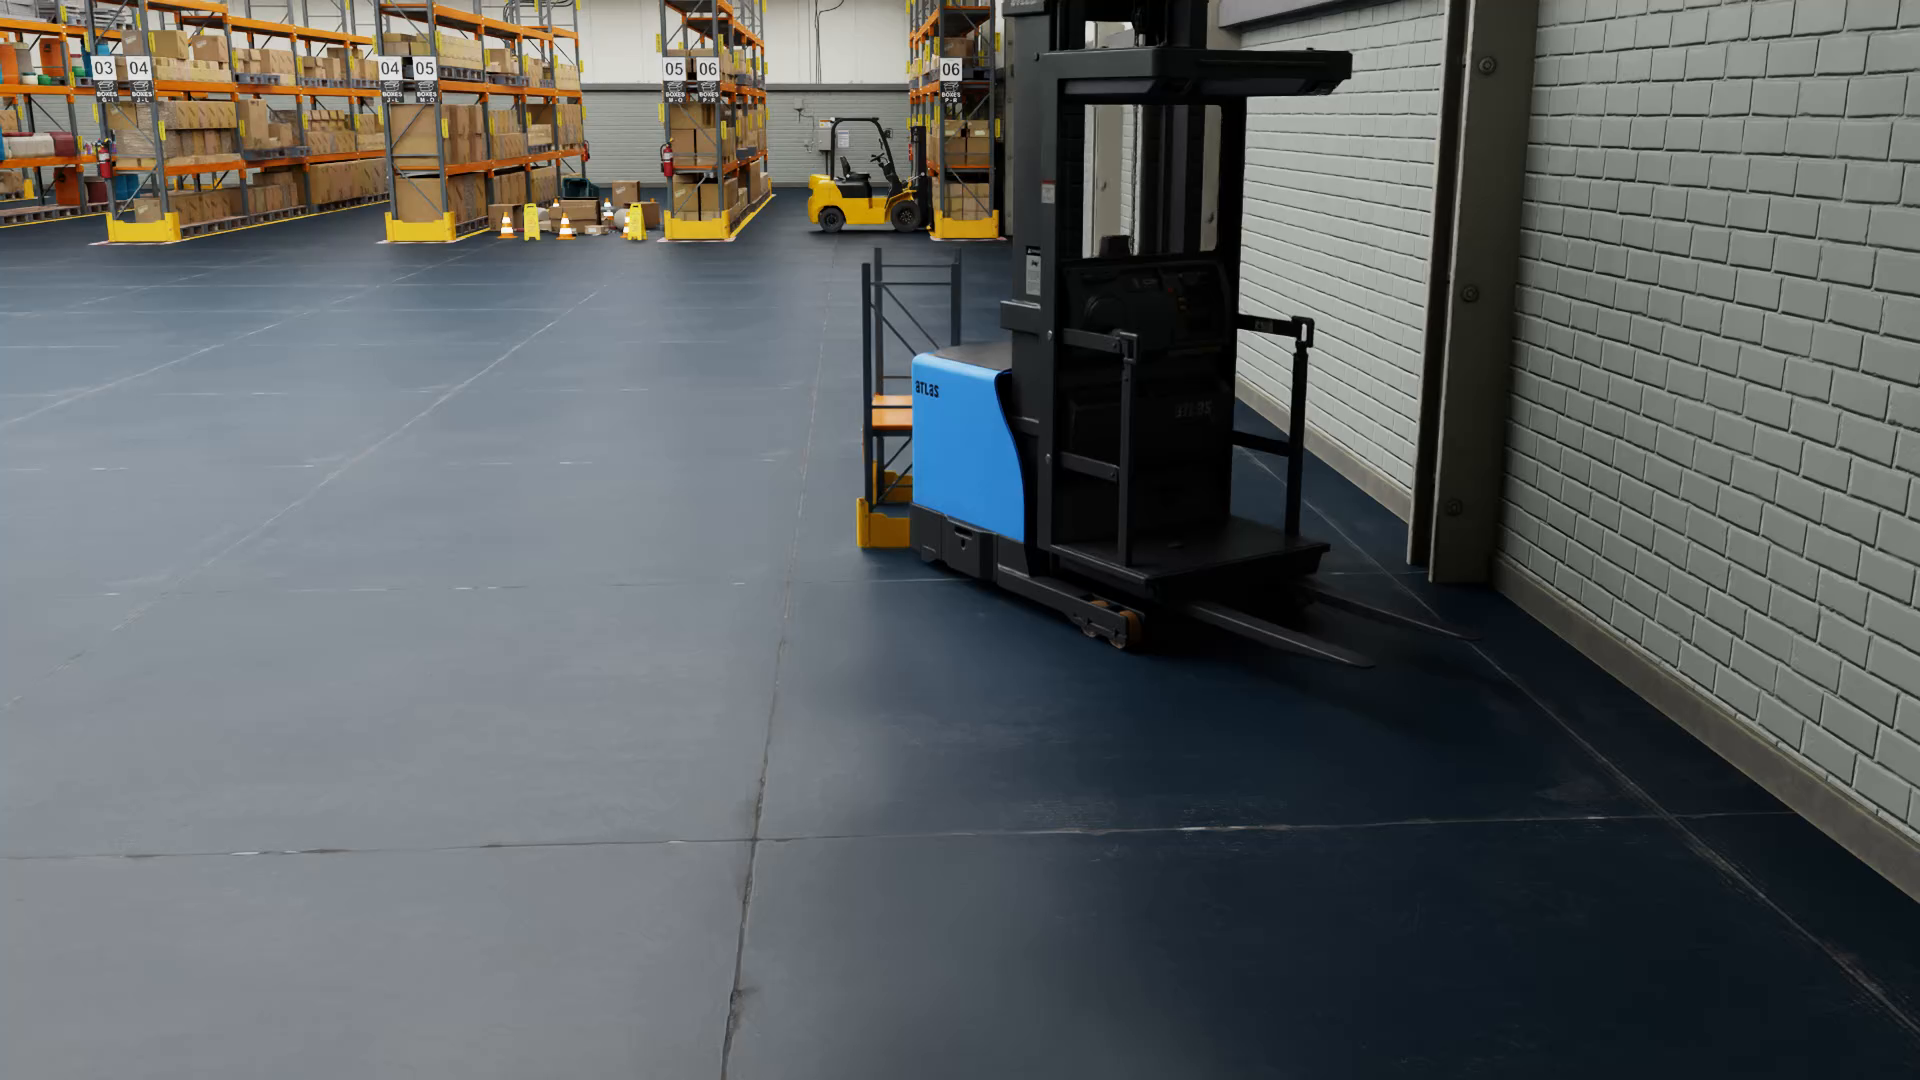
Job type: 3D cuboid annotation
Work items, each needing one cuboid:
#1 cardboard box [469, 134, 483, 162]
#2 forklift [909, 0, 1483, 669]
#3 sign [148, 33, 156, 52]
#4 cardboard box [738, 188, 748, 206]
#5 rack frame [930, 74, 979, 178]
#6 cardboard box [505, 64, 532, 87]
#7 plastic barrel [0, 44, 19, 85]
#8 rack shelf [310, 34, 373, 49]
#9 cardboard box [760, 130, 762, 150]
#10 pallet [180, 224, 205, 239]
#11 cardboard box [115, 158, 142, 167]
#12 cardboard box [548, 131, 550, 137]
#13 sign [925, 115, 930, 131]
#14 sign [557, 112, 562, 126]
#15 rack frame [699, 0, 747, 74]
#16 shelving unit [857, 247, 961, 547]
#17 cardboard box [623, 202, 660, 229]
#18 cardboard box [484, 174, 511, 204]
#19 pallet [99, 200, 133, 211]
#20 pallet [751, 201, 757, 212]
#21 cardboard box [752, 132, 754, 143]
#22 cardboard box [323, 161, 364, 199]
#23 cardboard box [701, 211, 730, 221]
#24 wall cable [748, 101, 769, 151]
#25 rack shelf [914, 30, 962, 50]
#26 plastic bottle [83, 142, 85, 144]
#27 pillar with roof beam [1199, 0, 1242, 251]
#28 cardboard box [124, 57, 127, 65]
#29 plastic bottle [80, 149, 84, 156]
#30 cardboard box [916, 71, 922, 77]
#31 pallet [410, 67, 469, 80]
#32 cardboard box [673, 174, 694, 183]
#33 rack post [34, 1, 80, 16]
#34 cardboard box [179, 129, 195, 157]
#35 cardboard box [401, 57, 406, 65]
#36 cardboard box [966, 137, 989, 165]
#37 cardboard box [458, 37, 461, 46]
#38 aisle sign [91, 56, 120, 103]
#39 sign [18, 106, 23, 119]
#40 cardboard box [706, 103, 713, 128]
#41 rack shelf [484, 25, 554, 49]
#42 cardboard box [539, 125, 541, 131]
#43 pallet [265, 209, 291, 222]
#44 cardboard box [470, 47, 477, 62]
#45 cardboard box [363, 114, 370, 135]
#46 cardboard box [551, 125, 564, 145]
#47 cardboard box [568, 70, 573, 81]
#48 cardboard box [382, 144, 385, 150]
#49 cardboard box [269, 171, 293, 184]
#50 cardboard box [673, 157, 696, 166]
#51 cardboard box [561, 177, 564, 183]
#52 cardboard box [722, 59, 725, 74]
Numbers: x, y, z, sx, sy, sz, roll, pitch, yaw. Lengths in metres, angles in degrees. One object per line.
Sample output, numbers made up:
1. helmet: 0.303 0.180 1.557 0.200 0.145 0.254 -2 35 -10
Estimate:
1. cardboard box: -9.918 -7.735 32.770 0.875 0.550 0.550 -1 14 -3
2. forklift: 0.973 -1.083 7.353 1.130 2.935 3.031 -9 17 -32
3. sign: -14.176 -8.729 29.158 0.100 0.325 0.005 -1 14 -3
4. cardboard box: -5.298 -7.777 37.664 0.950 0.372 0.625 -2 15 -7
5. rack frame: -0.121 -8.070 34.371 1.000 3.000 0.127 -1 14 -3
6. cardboard box: -10.027 -10.533 37.723 0.500 0.500 0.500 -1 14 -3
7. plastic barrel: -20.282 -10.048 35.178 0.600 0.830 0.708 -1 14 -3
8. rack shelf: -15.585 -12.690 42.533 1.077 0.370 4.000 -1 14 -3
9. cardboard box: -5.365 -10.276 42.746 0.500 0.500 0.500 -1 14 -3
10. pallet: -14.738 -5.715 30.817 1.003 0.211 1.213 -1 14 -3
11. cardboard box: -14.942 -6.790 29.903 0.380 0.149 0.250 -1 14 -3
12. cardboard box: -10.266 -9.945 40.722 0.380 0.149 0.250 -1 14 -3
13. sign: -0.662 -8.581 34.194 0.100 0.325 0.005 -1 14 -3
14. sign: -9.951 -10.450 41.300 0.100 0.325 0.005 -1 14 -3
15. rack frame: -5.323 -11.892 37.188 1.000 3.000 0.127 -1 14 -3
16. shelving unit: -0.248 -0.822 9.213 0.587 1.500 1.083 0 14 1
17. cardboard box: -6.367 -6.495 33.263 0.500 0.500 0.500 10 18 35
18. cardboard box: -10.193 -7.398 35.430 1.050 0.750 0.750 -1 14 -3
19. pallet: -20.320 -7.905 39.327 1.003 0.211 1.213 -1 14 -3
20. pallet: -5.296 -7.834 39.050 1.003 0.211 1.213 -1 14 -3
21. cardboard box: -5.157 -9.539 39.379 0.500 0.250 0.500 -1 14 -4
22. cardboard box: -15.402 -8.844 40.802 1.225 0.875 0.875 -1 14 -3
23. cardboard box: -4.601 -6.074 31.289 0.500 0.250 0.500 -1 14 -4
24. wall cable: -6.191 -12.886 50.987 0.585 1.953 0.123 -1 14 -3
25. rack shelf: -0.493 -11.925 39.562 1.077 0.370 4.000 -1 14 -3
26. plastic bottle: -20.549 -9.206 39.044 0.097 0.271 0.097 0 14 0
27. pillar with roof beam: -2.198 -5.624 12.827 9.100 9.000 0.400 -1 14 -3
28. cardboard box: -14.946 -8.548 29.712 0.380 0.149 0.250 -1 14 -5
29. plastic bottle: -19.861 -8.810 37.497 0.152 0.276 0.135 -1 14 -3
30. cardboard box: -0.874 -11.180 39.899 0.380 0.149 0.250 -1 14 -2
31. pallet: -9.896 -8.794 31.344 1.003 0.211 1.213 -1 14 -3
32. cardboard box: -5.227 -6.832 31.428 0.380 0.149 0.250 0 14 -2
33. rack post: -20.243 -11.806 37.004 0.954 0.300 0.937 -1 14 -3
34. cardboard box: -14.863 -7.422 31.054 0.875 0.500 0.500 -1 14 -3
35. cardboard box: -10.120 -8.556 29.702 0.380 0.149 0.250 -1 14 -4
36. cardboard box: 0.373 -7.251 30.987 0.500 0.500 0.500 0 14 -2
37. cardboard box: -9.558 -9.333 31.119 0.380 0.149 0.250 -1 14 -3
38. aisle sign: -15.014 -8.083 29.206 0.394 0.787 0.004 -1 14 -3
39. sign: -25.042 -11.389 44.313 0.100 0.325 0.005 -1 14 -3
40. cardboard box: -5.127 -8.175 31.976 0.700 0.500 0.500 -1 14 -4
41. rack shelf: -10.381 -11.746 38.866 1.077 0.370 4.000 -1 14 -3
42. cardboard box: -10.205 -9.829 39.676 0.380 0.149 0.250 -2 15 -6
43. pallet: -15.094 -6.987 35.757 1.003 0.211 1.213 -1 14 -3
44. cardboard box: -9.691 -9.422 32.268 0.500 0.250 0.500 -1 14 -4
45. cardboard box: -15.259 -10.509 42.050 0.500 0.500 0.500 -1 14 -3
46. cardboard box: -10.284 -10.200 41.852 0.500 0.500 0.500 -1 14 -4
47. cardboard box: -10.408 -12.132 43.437 0.500 0.250 0.500 -1 14 -3
48. cardboard box: -15.277 -10.300 43.543 0.380 0.149 0.250 -1 14 -3
49. cardboard box: -15.142 -8.034 36.858 0.500 0.250 0.500 0 14 -1
50. cardboard box: -5.064 -6.965 30.583 0.380 0.149 0.250 0 14 -2
51. cardboard box: -10.277 -9.149 42.251 0.380 0.149 0.250 0 14 -1
52. cardboard box: -4.614 -8.776 30.800 0.500 0.250 0.500 -1 14 -4
